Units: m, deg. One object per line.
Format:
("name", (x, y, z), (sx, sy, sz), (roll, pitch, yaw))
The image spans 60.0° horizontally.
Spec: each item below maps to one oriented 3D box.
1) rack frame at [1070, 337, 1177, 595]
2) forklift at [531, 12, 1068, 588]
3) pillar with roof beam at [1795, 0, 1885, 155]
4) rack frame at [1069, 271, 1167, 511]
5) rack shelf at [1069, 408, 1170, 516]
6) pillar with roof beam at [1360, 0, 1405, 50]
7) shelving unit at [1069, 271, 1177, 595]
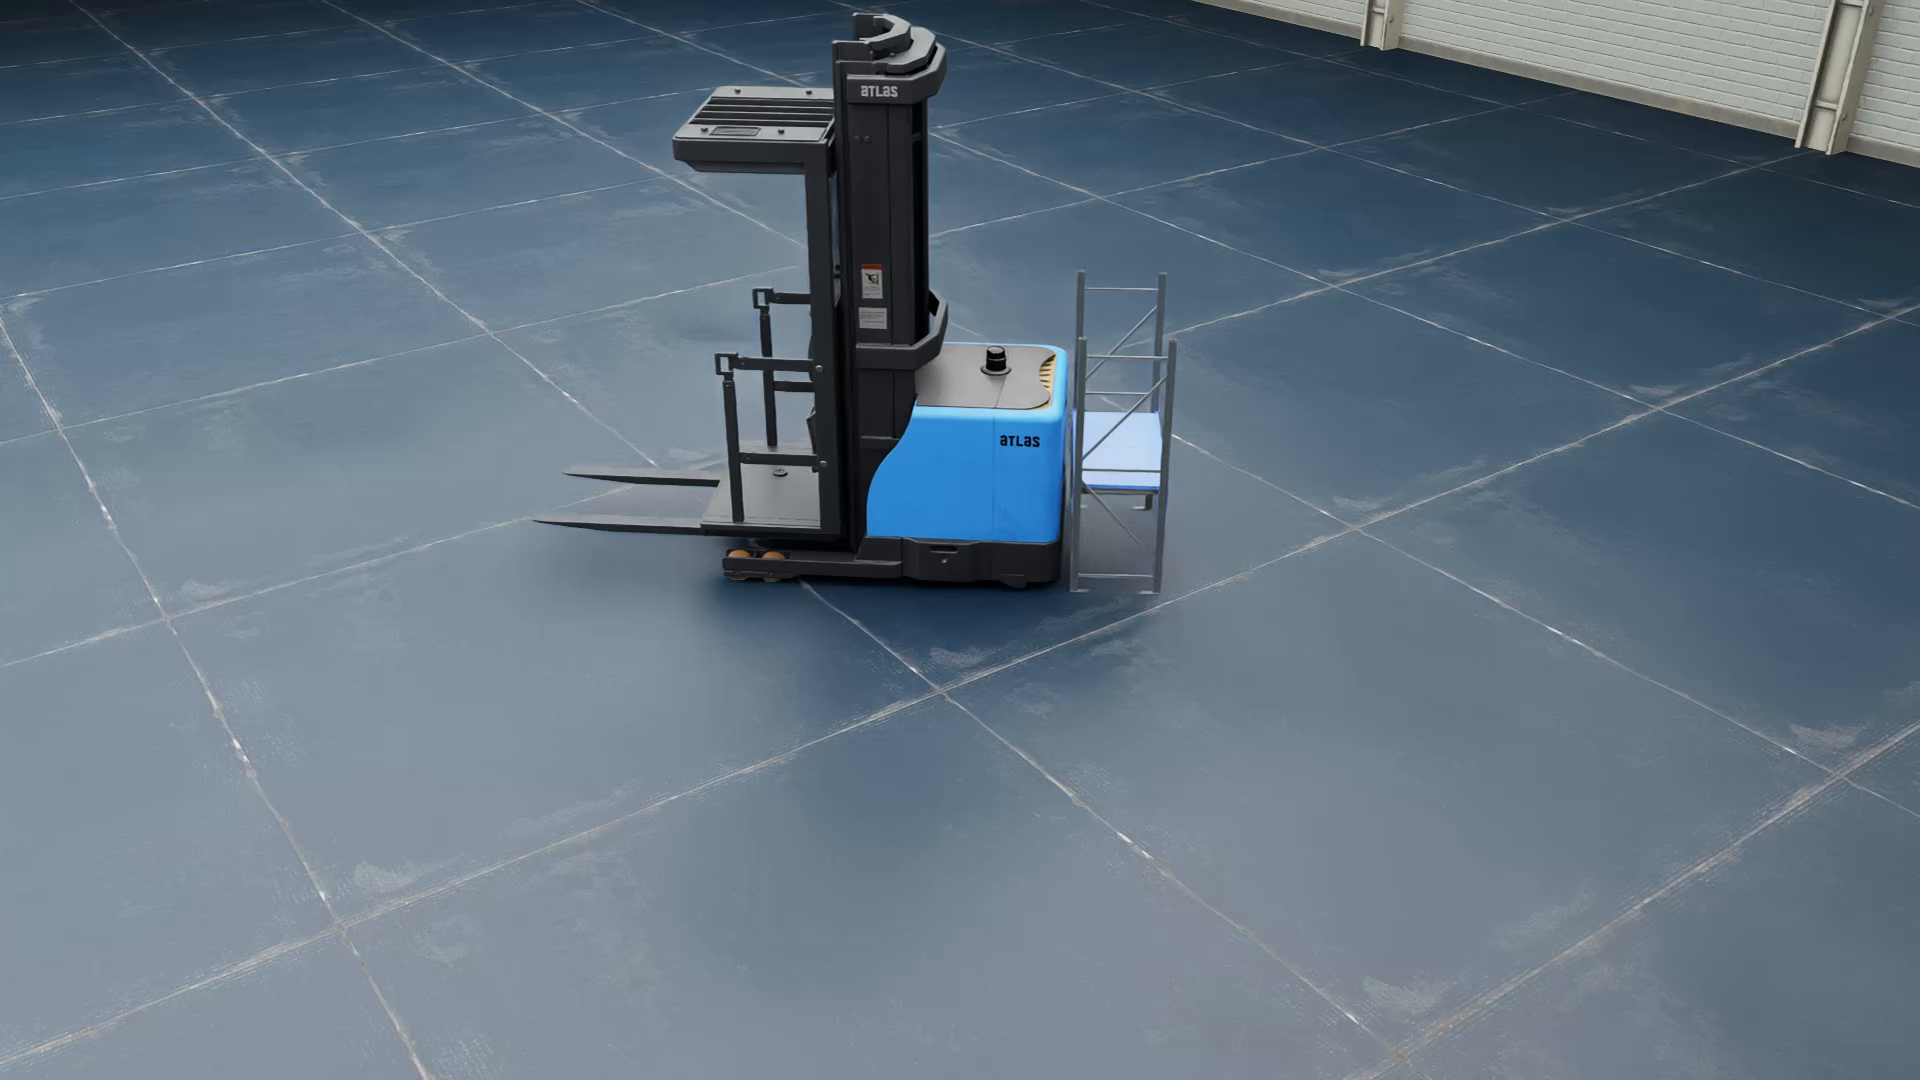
("rack frame", (0.858, -0.367, 8.855), (0.500, 1.500, 0.032), (2, 29, 3))
("forklift", (-0.915, -1.301, 9.074), (3.031, 2.935, 1.130), (2, 29, 5))
("pillar with roof beam", (5.401, -6.816, 12.871), (9.100, 9.000, 0.400), (-19, 34, -31))
("rack frame", (0.915, -0.852, 9.747), (0.500, 1.500, 0.032), (2, 29, 3))
("rack shelf", (0.887, -0.451, 9.386), (0.538, 0.185, 1.000), (2, 29, 3))
("pillar with roof beam", (1.921, -9.148, 17.166), (9.100, 9.000, 0.400), (-19, 34, -31))
("shelving unit", (0.887, -0.609, 9.301), (0.538, 1.500, 1.048), (2, 29, 3))
